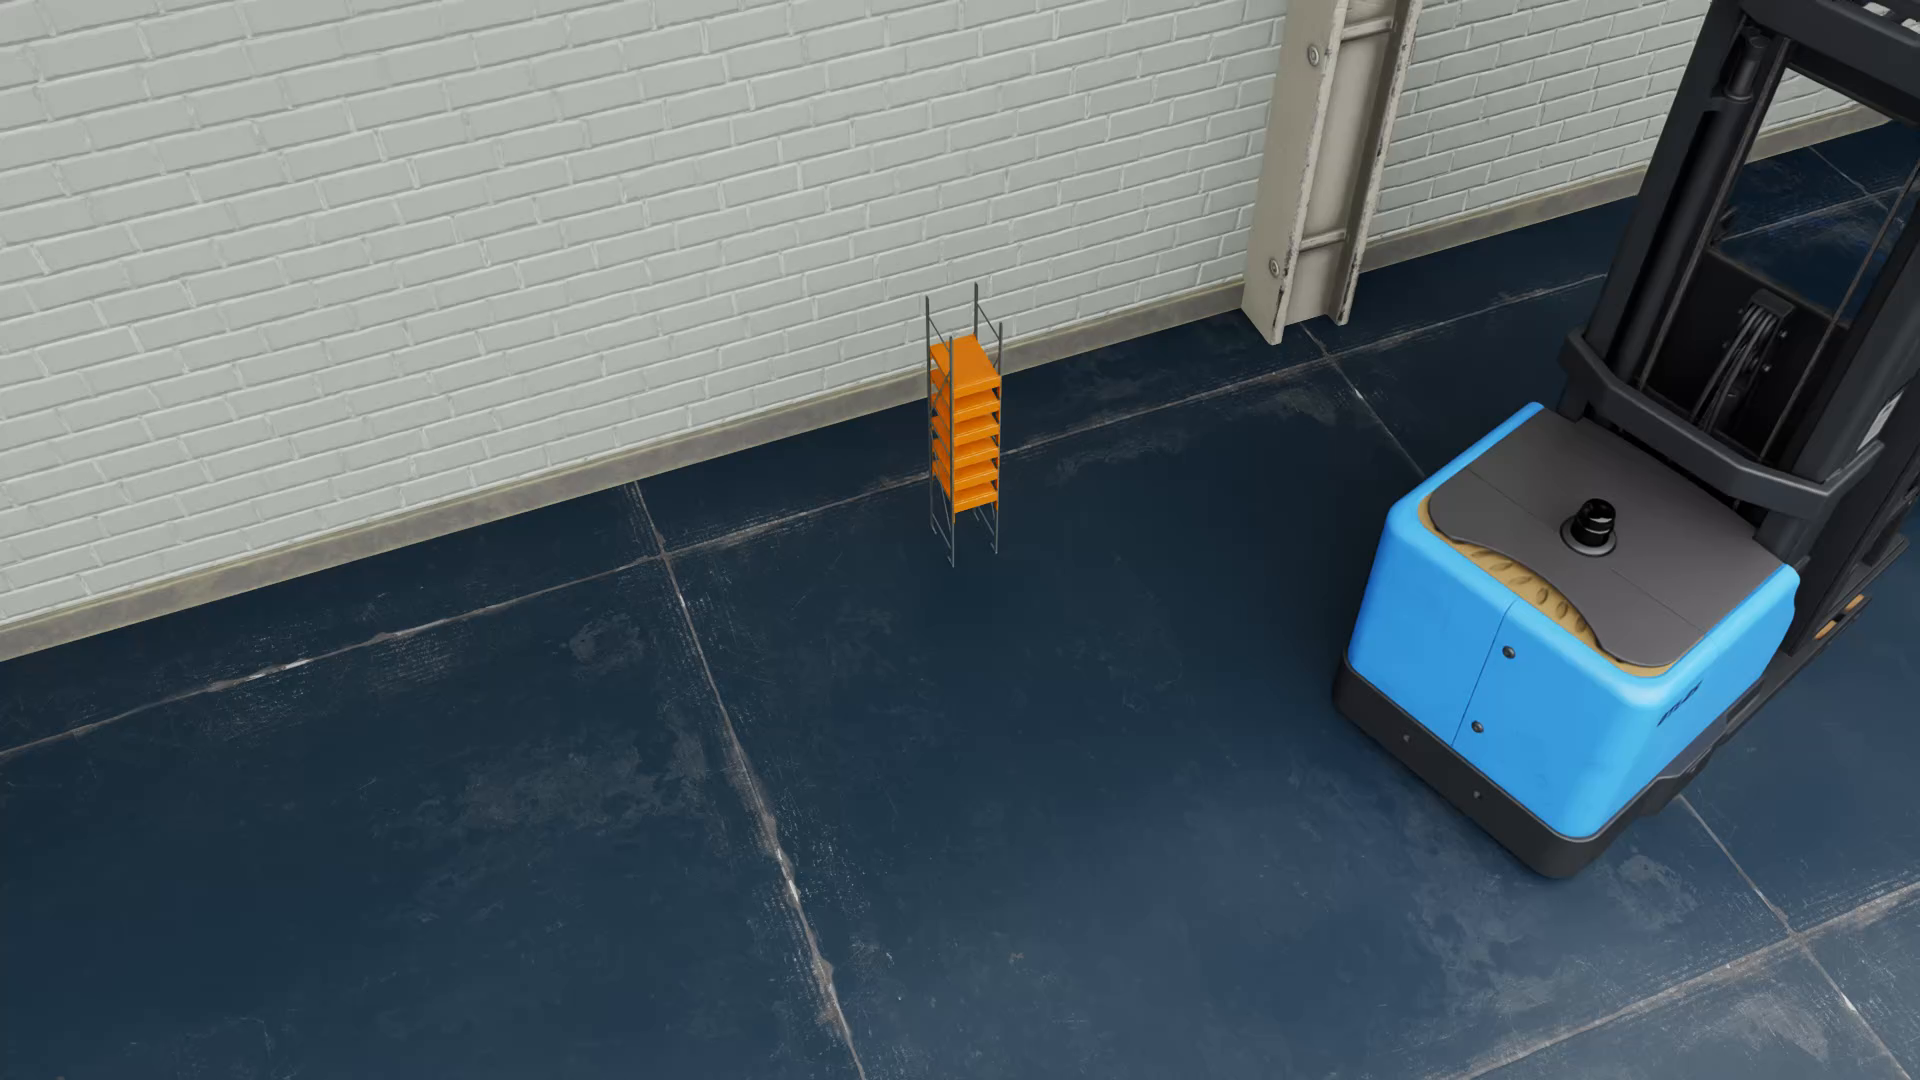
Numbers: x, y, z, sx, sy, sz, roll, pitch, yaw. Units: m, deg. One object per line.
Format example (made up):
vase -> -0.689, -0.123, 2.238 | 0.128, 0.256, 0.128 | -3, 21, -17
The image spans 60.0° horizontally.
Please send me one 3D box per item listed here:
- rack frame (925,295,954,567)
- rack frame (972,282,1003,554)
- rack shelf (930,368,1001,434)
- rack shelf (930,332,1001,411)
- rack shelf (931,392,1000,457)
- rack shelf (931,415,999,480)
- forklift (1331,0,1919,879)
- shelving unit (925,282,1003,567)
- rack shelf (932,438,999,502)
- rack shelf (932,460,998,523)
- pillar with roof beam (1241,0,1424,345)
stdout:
rack frame -> -0.071, -0.369, 6.117 | 0.006, 1.200, 0.240 | -17, 52, -14
rack frame -> 0.098, -0.421, 6.162 | 0.006, 1.200, 0.240 | -17, 52, -14
rack shelf -> 0.013, -0.522, 5.991 | 0.180, 0.103, 0.258 | -17, 52, -14
rack shelf -> 0.013, -0.601, 5.900 | 0.180, 0.103, 0.258 | -17, 52, -14
rack shelf -> 0.013, -0.444, 6.082 | 0.180, 0.103, 0.258 | -17, 52, -14
rack shelf -> 0.013, -0.366, 6.173 | 0.180, 0.103, 0.258 | -17, 52, -14
forklift -> 2.791, -0.797, 5.343 | 3.031, 2.935, 1.130 | -33, 57, -25
shelving unit -> 0.013, -0.395, 6.139 | 0.189, 1.200, 0.258 | -17, 52, -14
rack shelf -> 0.013, -0.288, 6.264 | 0.180, 0.103, 0.258 | -17, 52, -14
rack shelf -> 0.013, -0.210, 6.355 | 0.180, 0.103, 0.258 | -17, 52, -14
pillar with roof beam -> 3.122, -0.930, 1.458 | 0.400, 9.000, 9.100 | -17, 52, -14
